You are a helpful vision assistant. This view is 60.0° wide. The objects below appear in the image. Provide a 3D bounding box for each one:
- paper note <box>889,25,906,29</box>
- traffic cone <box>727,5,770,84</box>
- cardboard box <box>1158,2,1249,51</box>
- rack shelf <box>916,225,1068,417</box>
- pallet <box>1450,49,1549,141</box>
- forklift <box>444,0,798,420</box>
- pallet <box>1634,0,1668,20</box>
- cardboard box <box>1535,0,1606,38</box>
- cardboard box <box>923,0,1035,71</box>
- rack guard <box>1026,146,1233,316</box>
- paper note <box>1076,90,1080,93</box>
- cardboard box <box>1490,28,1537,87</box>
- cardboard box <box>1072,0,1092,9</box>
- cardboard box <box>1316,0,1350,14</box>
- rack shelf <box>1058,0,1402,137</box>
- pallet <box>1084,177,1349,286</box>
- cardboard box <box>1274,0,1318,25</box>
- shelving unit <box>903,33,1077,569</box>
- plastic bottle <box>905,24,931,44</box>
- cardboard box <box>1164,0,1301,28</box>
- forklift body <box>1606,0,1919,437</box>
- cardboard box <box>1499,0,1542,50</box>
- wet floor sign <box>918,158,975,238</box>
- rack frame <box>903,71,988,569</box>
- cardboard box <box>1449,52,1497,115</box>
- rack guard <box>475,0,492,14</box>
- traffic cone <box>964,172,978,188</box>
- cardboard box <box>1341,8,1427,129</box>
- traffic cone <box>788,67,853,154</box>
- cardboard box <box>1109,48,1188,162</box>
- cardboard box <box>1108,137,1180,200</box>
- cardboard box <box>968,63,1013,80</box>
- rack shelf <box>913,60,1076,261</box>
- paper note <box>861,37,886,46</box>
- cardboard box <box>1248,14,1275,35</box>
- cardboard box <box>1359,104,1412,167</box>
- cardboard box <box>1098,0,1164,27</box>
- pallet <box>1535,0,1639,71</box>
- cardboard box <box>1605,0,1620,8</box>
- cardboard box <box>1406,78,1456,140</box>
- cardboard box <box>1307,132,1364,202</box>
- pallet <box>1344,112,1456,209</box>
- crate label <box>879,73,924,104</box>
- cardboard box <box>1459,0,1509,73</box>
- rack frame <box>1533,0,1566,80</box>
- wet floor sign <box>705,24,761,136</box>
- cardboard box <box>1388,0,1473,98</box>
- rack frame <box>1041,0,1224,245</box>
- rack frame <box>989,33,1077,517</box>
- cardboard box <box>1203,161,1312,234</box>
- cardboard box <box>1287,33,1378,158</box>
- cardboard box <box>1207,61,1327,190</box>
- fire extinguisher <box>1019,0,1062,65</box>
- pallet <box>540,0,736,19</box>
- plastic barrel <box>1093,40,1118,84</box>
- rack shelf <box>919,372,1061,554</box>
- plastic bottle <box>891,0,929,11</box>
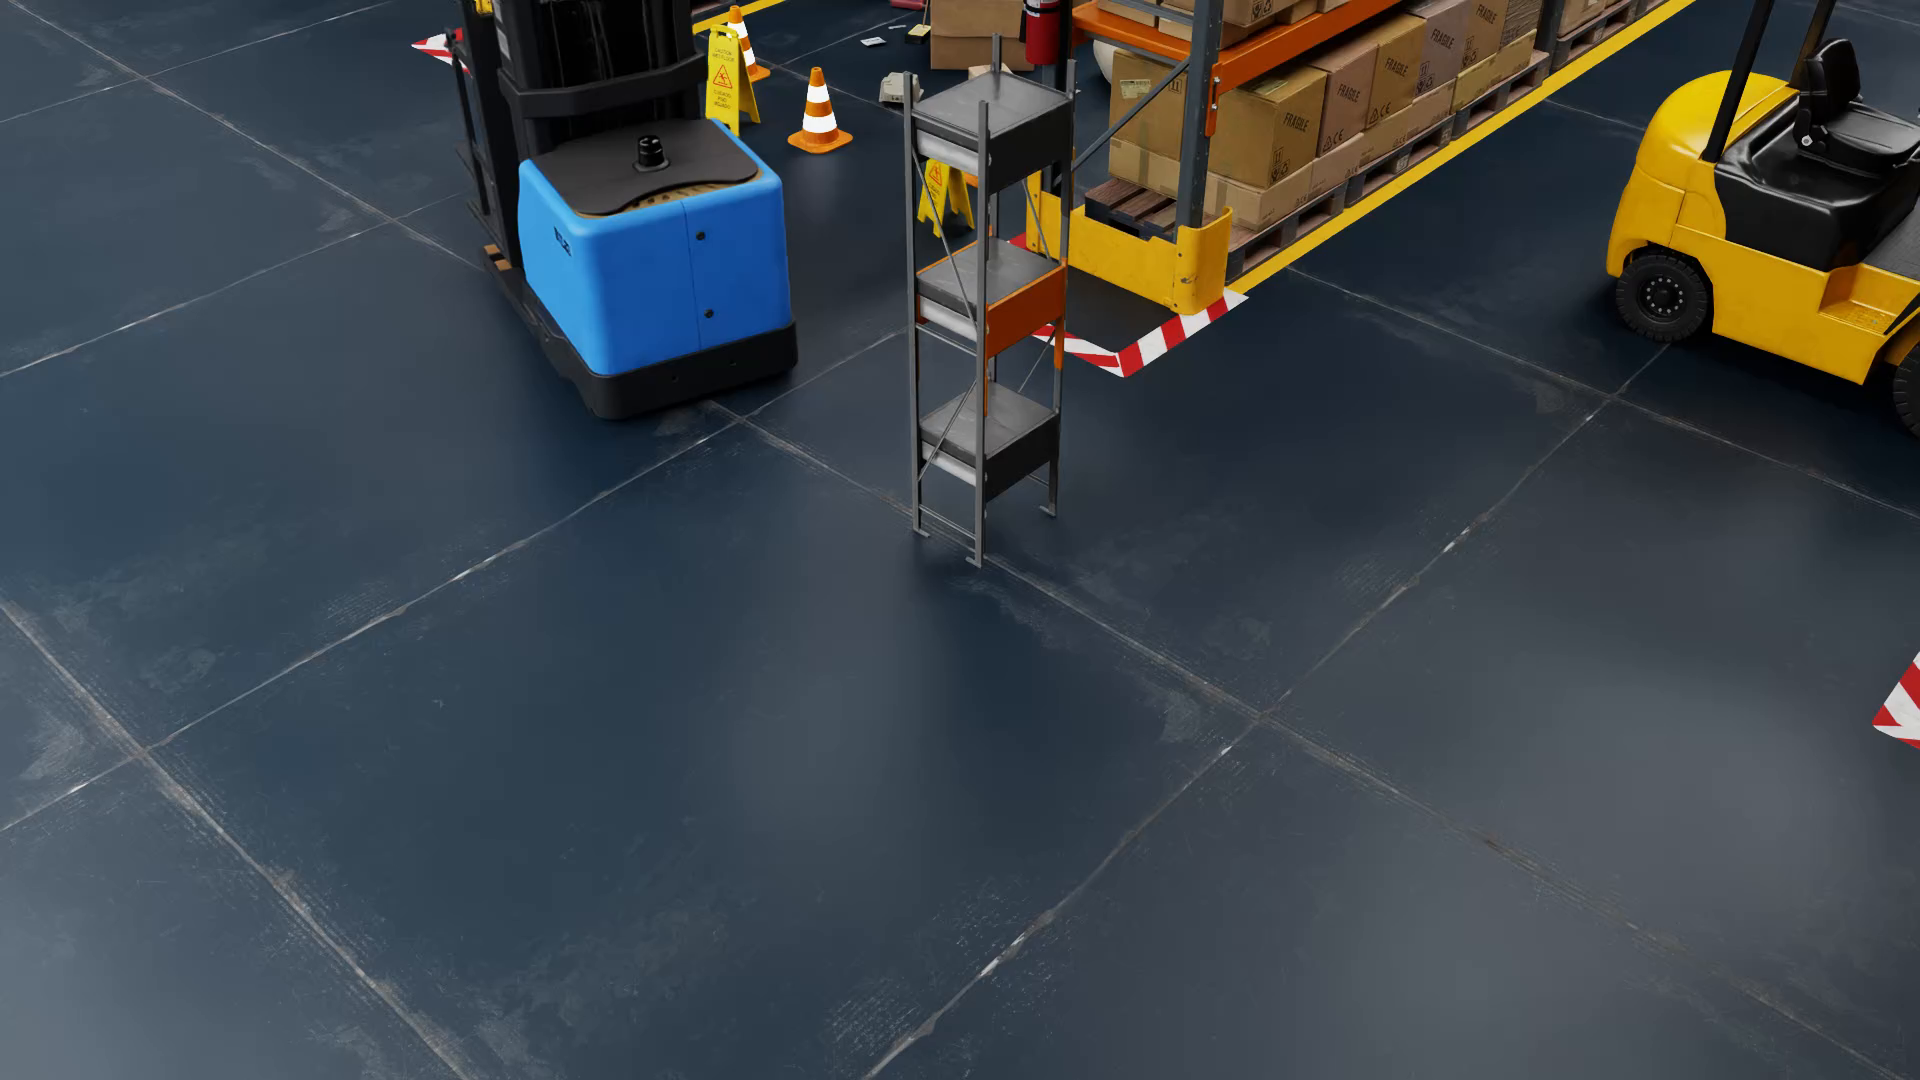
[{"bbox_3d":[-0.446,-3.652,11.835,0.123,0.001,0.032,-11,40,-14],"label":"paper note"},{"bbox_3d":[-1.478,-3.312,11.043,0.336,0.463,0.334,30,47,32],"label":"traffic cone"},{"bbox_3d":[1.220,-2.596,8.306,0.380,0.149,0.250,30,47,32],"label":"cardboard box"},{"bbox_3d":[0.112,-0.887,6.701,0.431,0.518,0.480,30,47,32],"label":"rack shelf"},{"bbox_3d":[3.109,-3.048,10.913,1.003,0.211,1.213,30,47,32],"label":"pallet"},{"bbox_3d":[-1.966,-2.616,8.184,1.130,2.935,3.031,-19,42,-23],"label":"forklift"},{"bbox_3d":[4.883,-4.292,12.479,1.003,0.211,1.213,30,47,32],"label":"pallet"},{"bbox_3d":[3.888,-3.840,11.443,0.950,0.372,0.625,30,47,32],"label":"cardboard box"},{"bbox_3d":[0.154,-3.518,11.270,0.797,0.503,0.637,2,39,2],"label":"cardboard box"},{"bbox_3d":[0.889,-1.681,8.963,1.175,0.500,0.348,30,47,32],"label":"rack guard"},{"bbox_3d":[0.744,-2.941,10.941,0.032,0.001,0.123,30,47,32],"label":"paper note"},{"bbox_3d":[3.336,-3.166,10.693,0.500,0.250,0.500,-32,48,-34],"label":"cardboard box"},{"bbox_3d":[0.779,-4.004,11.772,0.797,0.637,0.503,30,47,32],"label":"cardboard box"},{"bbox_3d":[1.823,-2.903,8.692,0.380,0.149,0.250,30,48,32],"label":"cardboard box"},{"bbox_3d":[2.187,-3.262,9.520,1.077,0.370,4.000,30,47,32],"label":"rack shelf"},{"bbox_3d":[1.463,-1.927,9.503,1.003,0.211,1.213,30,47,32],"label":"pallet"},{"bbox_3d":[1.618,-2.805,8.570,0.380,0.149,0.250,28,46,31],"label":"cardboard box"},{"bbox_3d":[0.112,-0.898,6.692,0.431,2.100,0.503,30,47,32],"label":"shelving unit"},{"bbox_3d":[-0.273,-3.568,11.688,0.133,0.061,0.283,14,41,17],"label":"plastic bottle"},{"bbox_3d":[1.362,-2.882,8.144,0.500,0.500,0.500,29,47,31],"label":"cardboard box"},{"bbox_3d":[4.437,-1.847,7.845,2.313,2.155,1.214,30,47,32],"label":"forklift body"},{"bbox_3d":[3.335,-3.460,10.460,0.500,0.500,0.500,29,47,31],"label":"cardboard box"},{"bbox_3d":[-0.080,-2.065,9.329,0.232,0.644,0.267,-18,42,-21],"label":"wet floor sign"},{"bbox_3d":[-0.053,-0.786,6.551,0.400,2.100,0.015,30,47,32],"label":"rack frame"},{"bbox_3d":[2.984,-2.917,10.381,0.500,0.250,0.500,28,46,31],"label":"cardboard box"},{"bbox_3d":[-2.901,-3.667,11.460,1.175,0.500,0.348,30,47,32],"label":"rack guard"},{"bbox_3d":[0.176,-2.371,9.860,0.336,0.463,0.334,30,47,32],"label":"traffic cone"},{"bbox_3d":[2.296,-2.741,9.556,0.500,0.500,0.500,31,48,33],"label":"cardboard box"},{"bbox_3d":[-0.873,-2.681,10.250,0.336,0.463,0.334,30,47,32],"label":"traffic cone"},{"bbox_3d":[1.186,-2.484,9.233,0.500,0.500,0.500,30,47,32],"label":"cardboard box"},{"bbox_3d":[1.201,-2.208,9.489,0.500,0.250,0.500,29,47,32],"label":"cardboard box"},{"bbox_3d":[0.230,-2.959,10.852,0.250,0.149,0.380,-11,40,-14],"label":"cardboard box"},{"bbox_3d":[0.112,-1.435,6.265,0.431,0.518,0.480,30,47,32],"label":"rack shelf"},{"bbox_3d":[-0.601,-3.482,11.606,0.142,0.017,0.144,-18,42,-21],"label":"paper note"},{"bbox_3d":[1.379,-2.718,8.459,0.380,0.149,0.250,30,48,32],"label":"cardboard box"},{"bbox_3d":[2.295,-2.455,9.799,0.500,0.250,0.500,-31,48,-33],"label":"cardboard box"},{"bbox_3d":[0.932,-2.788,8.548,0.380,0.149,0.250,31,48,33],"label":"cardboard box"},{"bbox_3d":[4.060,-3.729,11.770,1.003,0.211,1.213,30,47,32],"label":"pallet"},{"bbox_3d":[4.371,-4.172,11.861,0.625,0.372,0.950,-31,48,-33],"label":"cardboard box"},{"bbox_3d":[2.637,-2.686,10.089,0.500,0.250,0.500,30,48,32],"label":"cardboard box"},{"bbox_3d":[1.936,-2.199,9.477,0.500,0.250,0.500,31,48,33],"label":"cardboard box"},{"bbox_3d":[2.286,-2.485,10.205,1.003,0.211,1.213,30,47,32],"label":"pallet"},{"bbox_3d":[-0.389,-2.941,10.838,0.250,0.136,0.298,8,39,10],"label":"crate label"},{"bbox_3d":[2.993,-3.225,10.165,0.500,0.500,0.500,31,48,33],"label":"cardboard box"},{"bbox_3d":[3.536,-4.462,10.452,1.000,3.000,0.127,30,47,32],"label":"rack frame"},{"bbox_3d":[-1.442,-2.891,10.367,0.267,0.644,0.232,22,43,25],"label":"wet floor sign"},{"bbox_3d":[2.650,-2.990,9.870,0.500,0.500,0.500,-31,48,-33],"label":"cardboard box"},{"bbox_3d":[0.838,-2.625,8.141,1.000,3.000,0.127,30,47,32],"label":"rack frame"},{"bbox_3d":[0.276,-1.010,6.833,0.400,2.100,0.015,30,47,32],"label":"rack frame"},{"bbox_3d":[1.586,-1.967,9.186,0.500,0.250,0.500,29,47,32],"label":"cardboard box"},{"bbox_3d":[1.951,-2.514,9.271,0.500,0.500,0.500,28,46,30],"label":"cardboard box"},{"bbox_3d":[1.602,-2.272,8.967,0.500,0.500,0.500,28,46,31],"label":"cardboard box"},{"bbox_3d":[0.420,-2.735,8.342,0.296,0.674,0.183,30,47,32],"label":"fire extinguisher"},{"bbox_3d":[-2.403,-3.966,12.068,1.003,0.211,1.213,30,47,32],"label":"pallet"},{"bbox_3d":[1.114,-3.201,10.936,0.421,0.421,0.512,-5,39,-6],"label":"plastic barrel"},{"bbox_3d":[0.112,-0.339,7.136,0.431,0.518,0.480,30,47,32],"label":"rack shelf"},{"bbox_3d":[-0.350,-3.920,12.130,0.283,0.061,0.133,14,41,17],"label":"plastic bottle"}]
